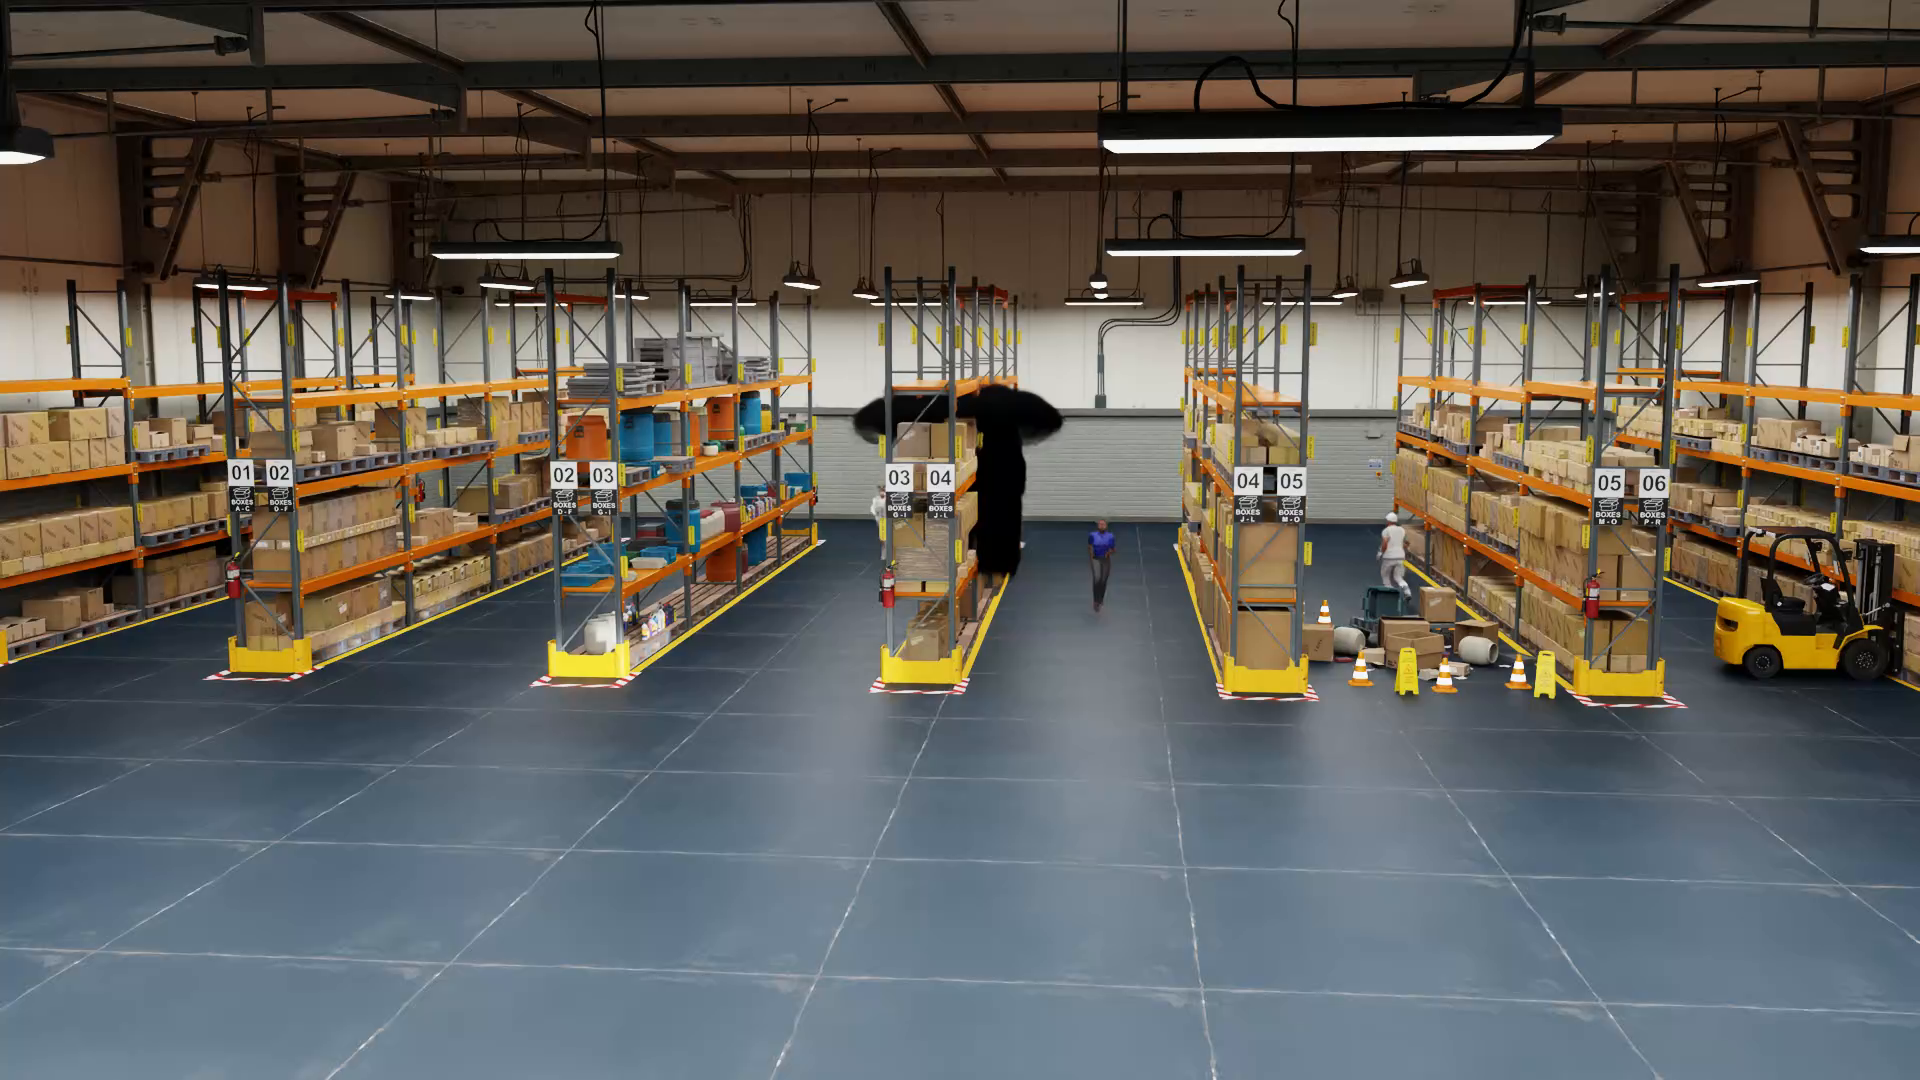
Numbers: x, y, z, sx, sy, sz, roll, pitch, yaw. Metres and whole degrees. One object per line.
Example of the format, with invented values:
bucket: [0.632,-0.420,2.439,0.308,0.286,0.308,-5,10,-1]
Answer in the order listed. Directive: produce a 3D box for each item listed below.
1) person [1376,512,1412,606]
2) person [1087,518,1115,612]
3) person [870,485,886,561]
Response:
person: [8.141,0.376,31.023,0.669,1.746,0.899,-2,7,-14]
person: [2.532,0.438,29.725,0.469,1.670,0.791,-1,7,-5]
person: [-1.740,-0.420,37.833,0.565,1.709,0.906,1,7,10]
